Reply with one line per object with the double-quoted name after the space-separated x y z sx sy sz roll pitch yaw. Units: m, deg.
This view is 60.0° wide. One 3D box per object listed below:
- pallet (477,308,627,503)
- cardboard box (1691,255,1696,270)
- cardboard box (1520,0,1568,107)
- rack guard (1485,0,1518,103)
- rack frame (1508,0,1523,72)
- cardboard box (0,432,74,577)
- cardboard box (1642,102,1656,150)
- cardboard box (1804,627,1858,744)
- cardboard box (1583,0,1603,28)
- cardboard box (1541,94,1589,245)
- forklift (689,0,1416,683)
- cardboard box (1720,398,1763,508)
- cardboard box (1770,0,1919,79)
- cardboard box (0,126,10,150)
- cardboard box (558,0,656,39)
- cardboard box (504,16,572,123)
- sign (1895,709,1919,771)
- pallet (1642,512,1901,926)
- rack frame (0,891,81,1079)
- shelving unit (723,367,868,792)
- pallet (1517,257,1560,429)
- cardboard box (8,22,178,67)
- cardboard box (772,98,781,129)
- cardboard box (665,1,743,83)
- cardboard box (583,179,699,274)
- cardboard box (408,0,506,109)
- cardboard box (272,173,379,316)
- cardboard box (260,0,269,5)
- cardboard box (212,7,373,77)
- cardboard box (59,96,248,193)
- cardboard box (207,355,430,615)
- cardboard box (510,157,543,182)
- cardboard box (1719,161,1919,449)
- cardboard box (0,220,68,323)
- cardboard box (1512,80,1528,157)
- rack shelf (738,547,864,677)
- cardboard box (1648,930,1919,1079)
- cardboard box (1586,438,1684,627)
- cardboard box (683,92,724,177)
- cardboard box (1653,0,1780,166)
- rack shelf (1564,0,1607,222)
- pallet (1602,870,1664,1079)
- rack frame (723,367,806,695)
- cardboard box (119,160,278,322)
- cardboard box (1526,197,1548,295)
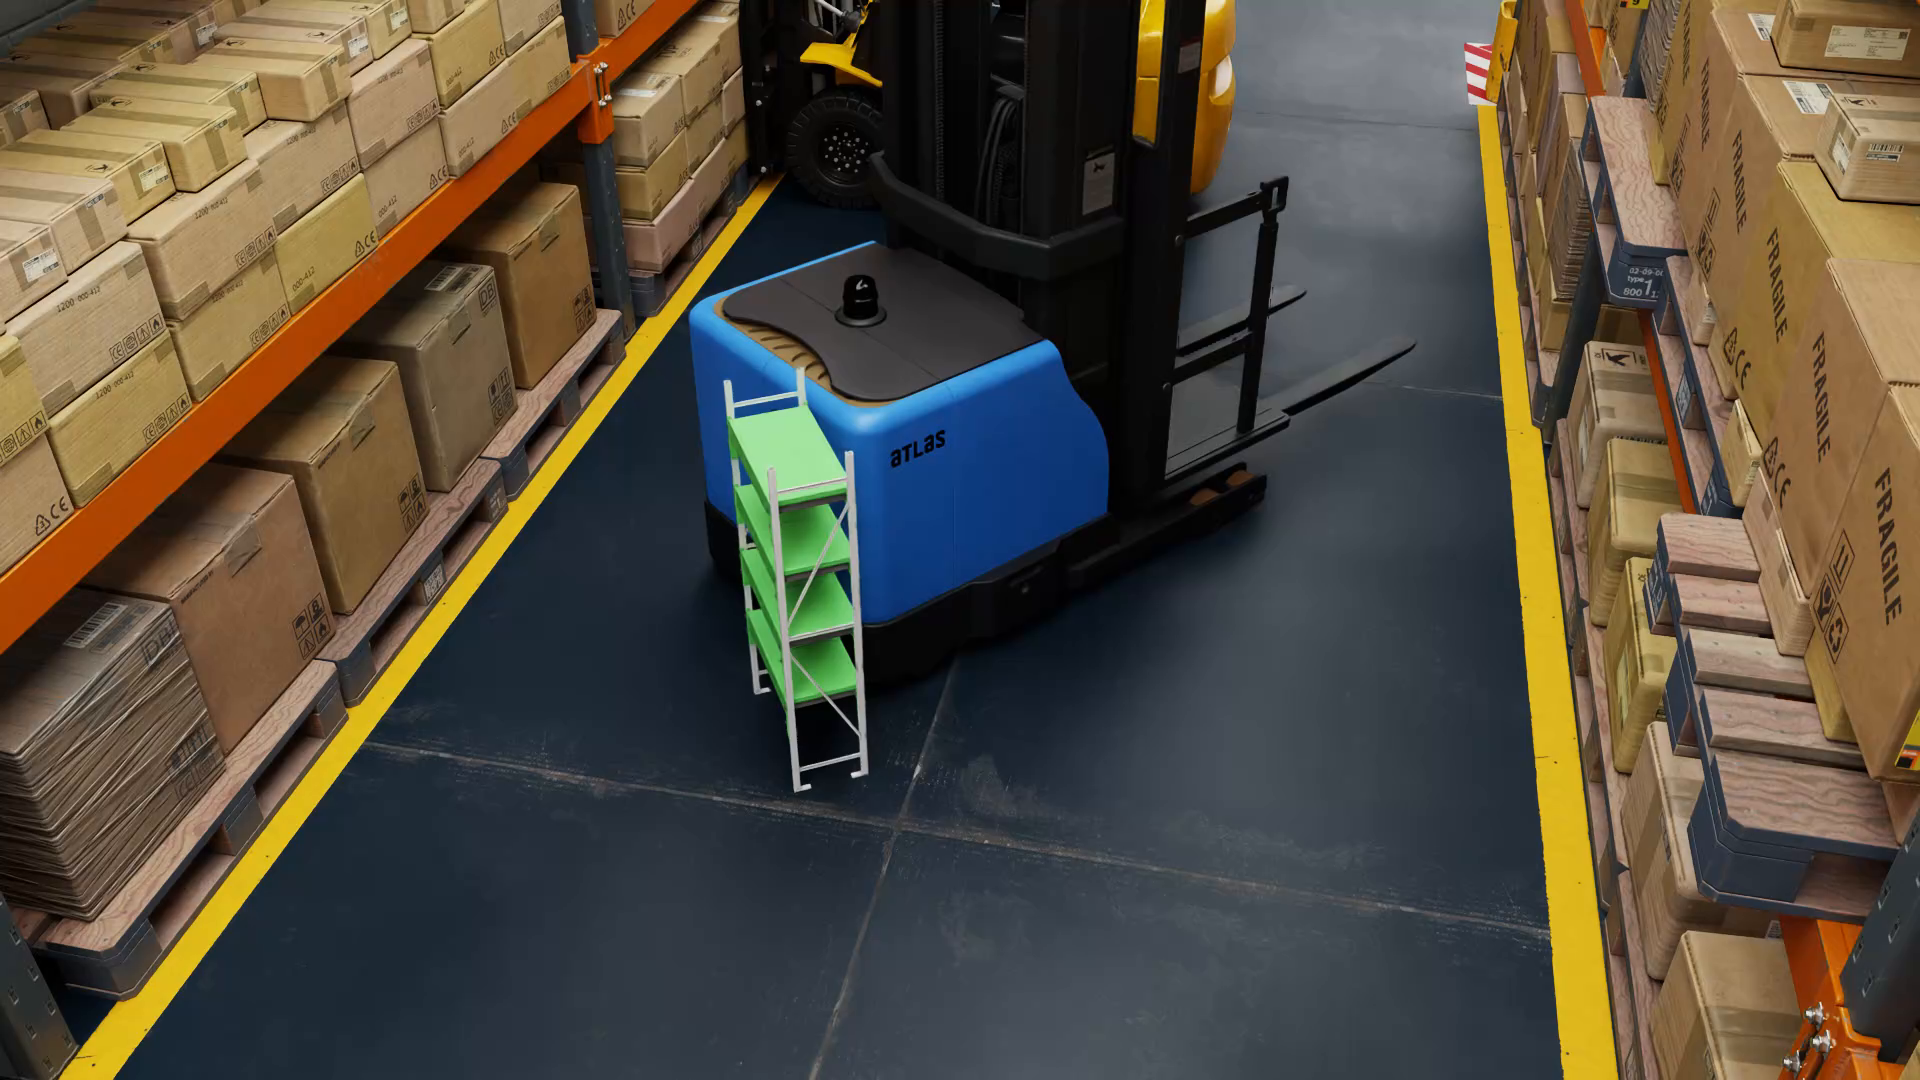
-2.090 -0.633 6.944 1.003 0.211 1.213 7 37 10 "pallet"
2.254 -0.763 4.603 0.380 0.149 0.250 8 37 10 "cardboard box"
3.179 -2.481 8.464 0.500 0.500 0.500 6 36 8 "cardboard box"
3.717 -2.807 9.697 1.175 0.500 0.348 7 37 10 "rack guard"
3.734 -3.863 9.024 1.000 3.000 0.127 7 37 10 "rack frame"
-2.491 -0.059 3.904 0.500 0.250 0.500 7 37 10 "cardboard box"
2.453 -1.361 5.427 0.380 0.149 0.250 8 37 11 "cardboard box"
1.852 0.275 3.171 0.380 0.149 0.250 8 37 11 "cardboard box"
2.864 -2.273 7.045 0.380 0.149 0.250 7 36 9 "cardboard box"
2.850 -1.595 7.240 0.500 0.500 0.500 8 37 11 "cardboard box"
0.545 -1.431 5.726 3.031 2.935 1.130 -26 43 -31 "forklift"
1.968 -0.178 3.795 0.380 0.149 0.250 8 37 11 "cardboard box"
2.302 -1.302 4.241 0.380 0.149 0.250 9 37 13 "cardboard box"
-2.775 -1.006 4.444 0.380 0.149 0.250 7 37 10 "cardboard box"
-1.621 -2.452 6.992 0.500 0.500 0.500 6 36 9 "cardboard box"
-1.823 -1.807 6.315 0.500 0.250 0.500 8 37 11 "cardboard box"
1.493 0.224 2.465 0.100 0.325 0.005 7 37 10 "sign"
2.073 0.379 3.334 1.213 0.211 1.003 7 37 10 "pallet"
-2.825 0.104 3.551 1.000 3.000 0.127 7 37 10 "rack frame"
-0.489 0.136 5.039 0.258 1.200 0.503 -12 38 -16 "shelving unit"
2.988 -0.830 7.215 1.003 0.211 1.213 7 37 10 "pallet"
-2.626 -1.450 5.057 0.380 0.149 0.250 8 37 10 "cardboard box"
-1.228 -2.360 8.936 0.500 0.250 0.500 8 37 11 "cardboard box"
-1.347 -2.468 8.232 0.500 0.250 0.500 9 37 12 "cardboard box"
-1.544 -1.482 7.724 0.500 0.250 0.500 8 37 10 "cardboard box"
-1.929 -1.722 5.772 0.500 0.250 0.500 6 36 9 "cardboard box"
-2.164 -0.940 5.119 0.500 0.250 0.500 8 37 11 "cardboard box"
-2.452 -1.879 5.648 0.380 0.149 0.250 7 37 10 "cardboard box"
-2.071 -1.533 5.171 0.380 0.149 0.250 8 37 10 "cardboard box"
-2.204 -1.087 4.555 0.380 0.149 0.250 8 37 11 "cardboard box"
-2.403 -0.222 5.666 0.875 0.625 0.625 6 36 8 "cardboard box"
-2.067 -1.754 7.673 0.500 0.250 0.500 7 36 9 "cardboard box"
2.057 -0.490 3.674 0.500 0.500 0.500 5 36 7 "cardboard box"
-2.384 -0.649 3.952 0.380 0.149 0.250 8 37 11 "cardboard box"
3.175 -2.200 8.715 0.500 0.250 0.500 9 37 12 "cardboard box"
-0.489 0.188 5.077 0.258 0.148 0.480 -12 38 -16 "rack shelf"
2.155 1.295 3.789 0.950 0.372 0.625 5 36 7 "cardboard box"
2.620 0.038 5.523 0.950 0.372 0.625 10 37 13 "cardboard box"
-1.460 -1.976 7.980 0.500 0.250 0.500 7 37 10 "cardboard box"
2.393 -1.380 4.902 0.500 0.500 0.500 7 37 10 "cardboard box"
3.307 -2.425 7.653 1.077 0.370 4.000 7 37 10 "rack shelf"
2.193 1.405 4.132 1.003 0.211 1.213 7 37 10 "pallet"
-0.574 0.002 5.225 0.240 1.200 0.015 -12 38 -16 "rack frame"
-2.254 -0.847 4.564 0.500 0.250 0.500 6 36 9 "cardboard box"
2.847 -1.305 7.480 0.500 0.250 0.500 6 36 9 "cardboard box"
